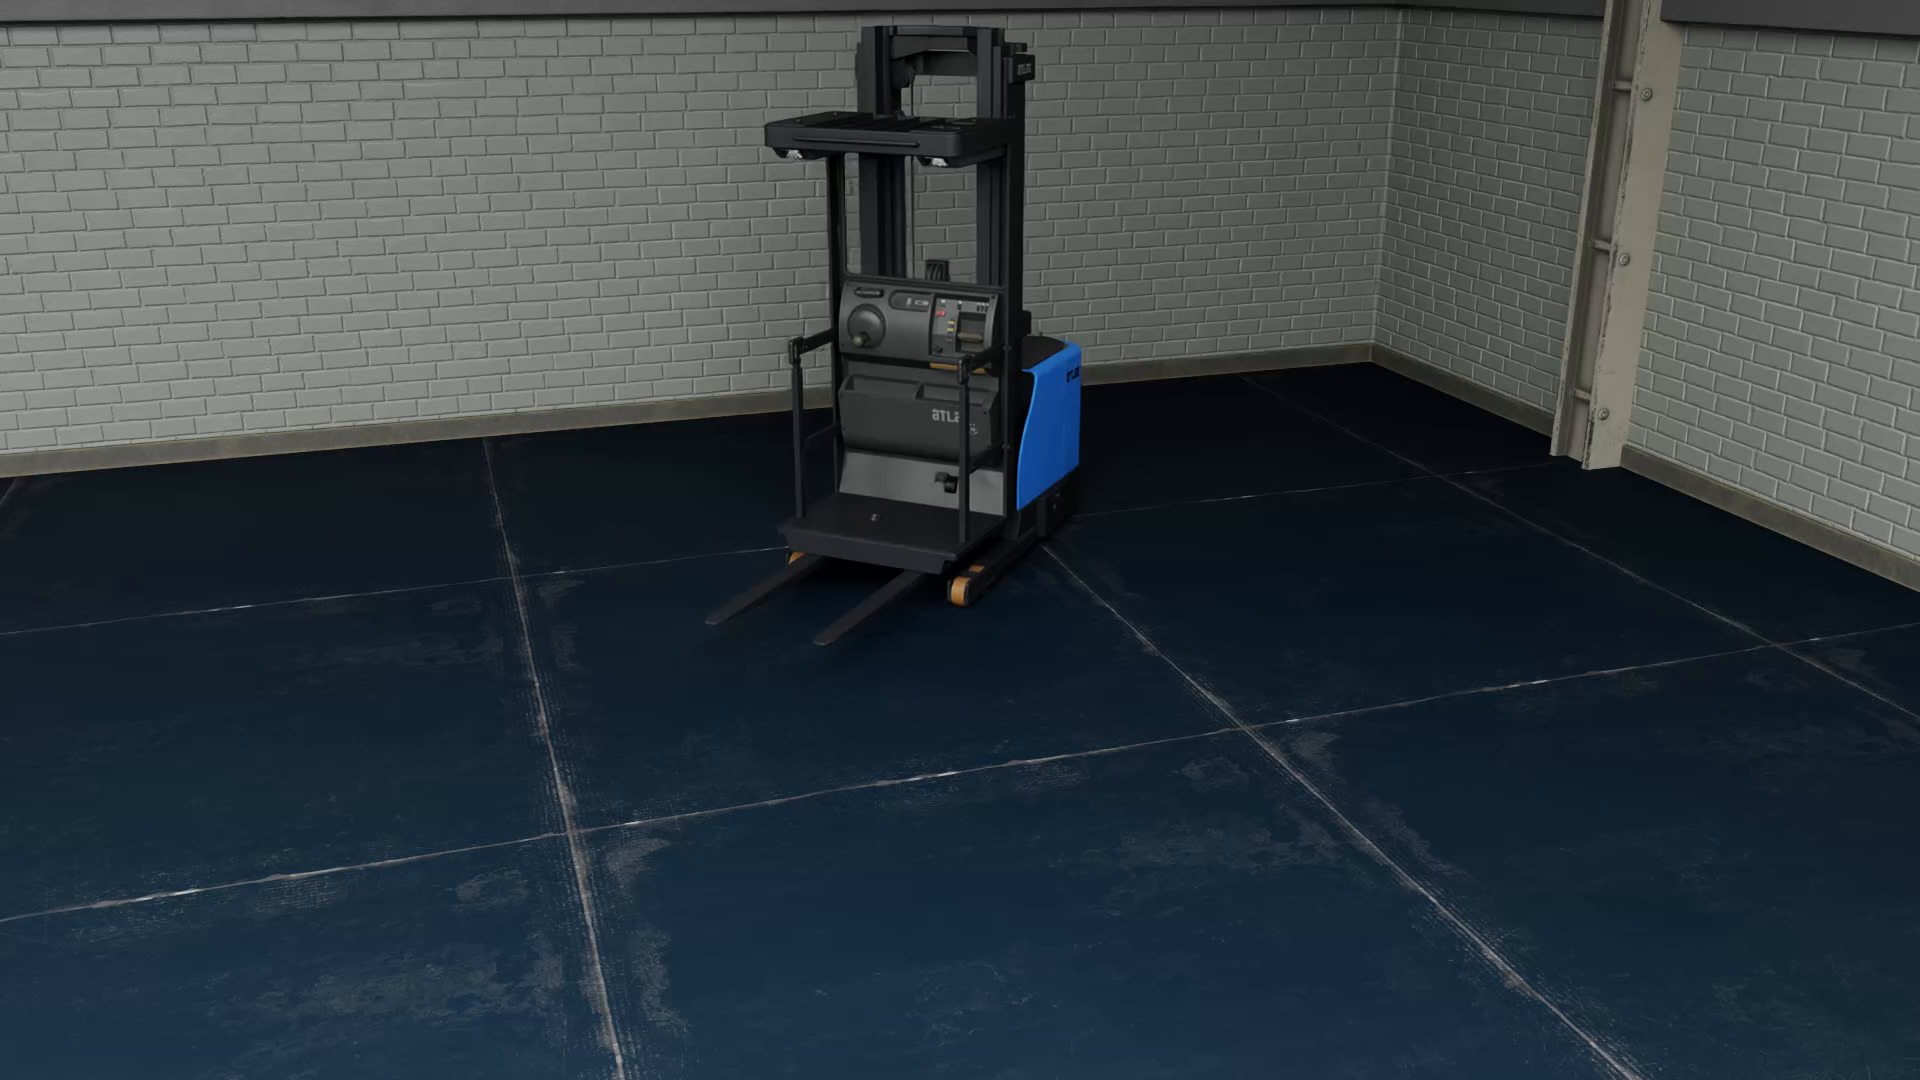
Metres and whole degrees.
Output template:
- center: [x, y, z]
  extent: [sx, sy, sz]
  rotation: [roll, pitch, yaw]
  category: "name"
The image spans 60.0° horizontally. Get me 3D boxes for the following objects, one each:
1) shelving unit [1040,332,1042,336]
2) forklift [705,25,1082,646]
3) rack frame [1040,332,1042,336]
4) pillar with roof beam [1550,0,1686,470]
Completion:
- center: [0.360, -0.804, 10.601]
  extent: [0.252, 1.050, 0.215]
  rotation: [9, 22, 23]
  category: "shelving unit"
- center: [-0.319, -1.185, 8.880]
  extent: [1.130, 2.935, 3.031]
  rotation: [9, 22, 23]
  category: "forklift"
- center: [0.471, -0.787, 10.554]
  extent: [0.008, 1.050, 0.200]
  rotation: [9, 22, 23]
  category: "rack frame"
- center: [0.227, -4.332, 8.664]
  extent: [9.100, 9.000, 0.400]
  rotation: [-6, 21, -17]
  category: "pillar with roof beam"
